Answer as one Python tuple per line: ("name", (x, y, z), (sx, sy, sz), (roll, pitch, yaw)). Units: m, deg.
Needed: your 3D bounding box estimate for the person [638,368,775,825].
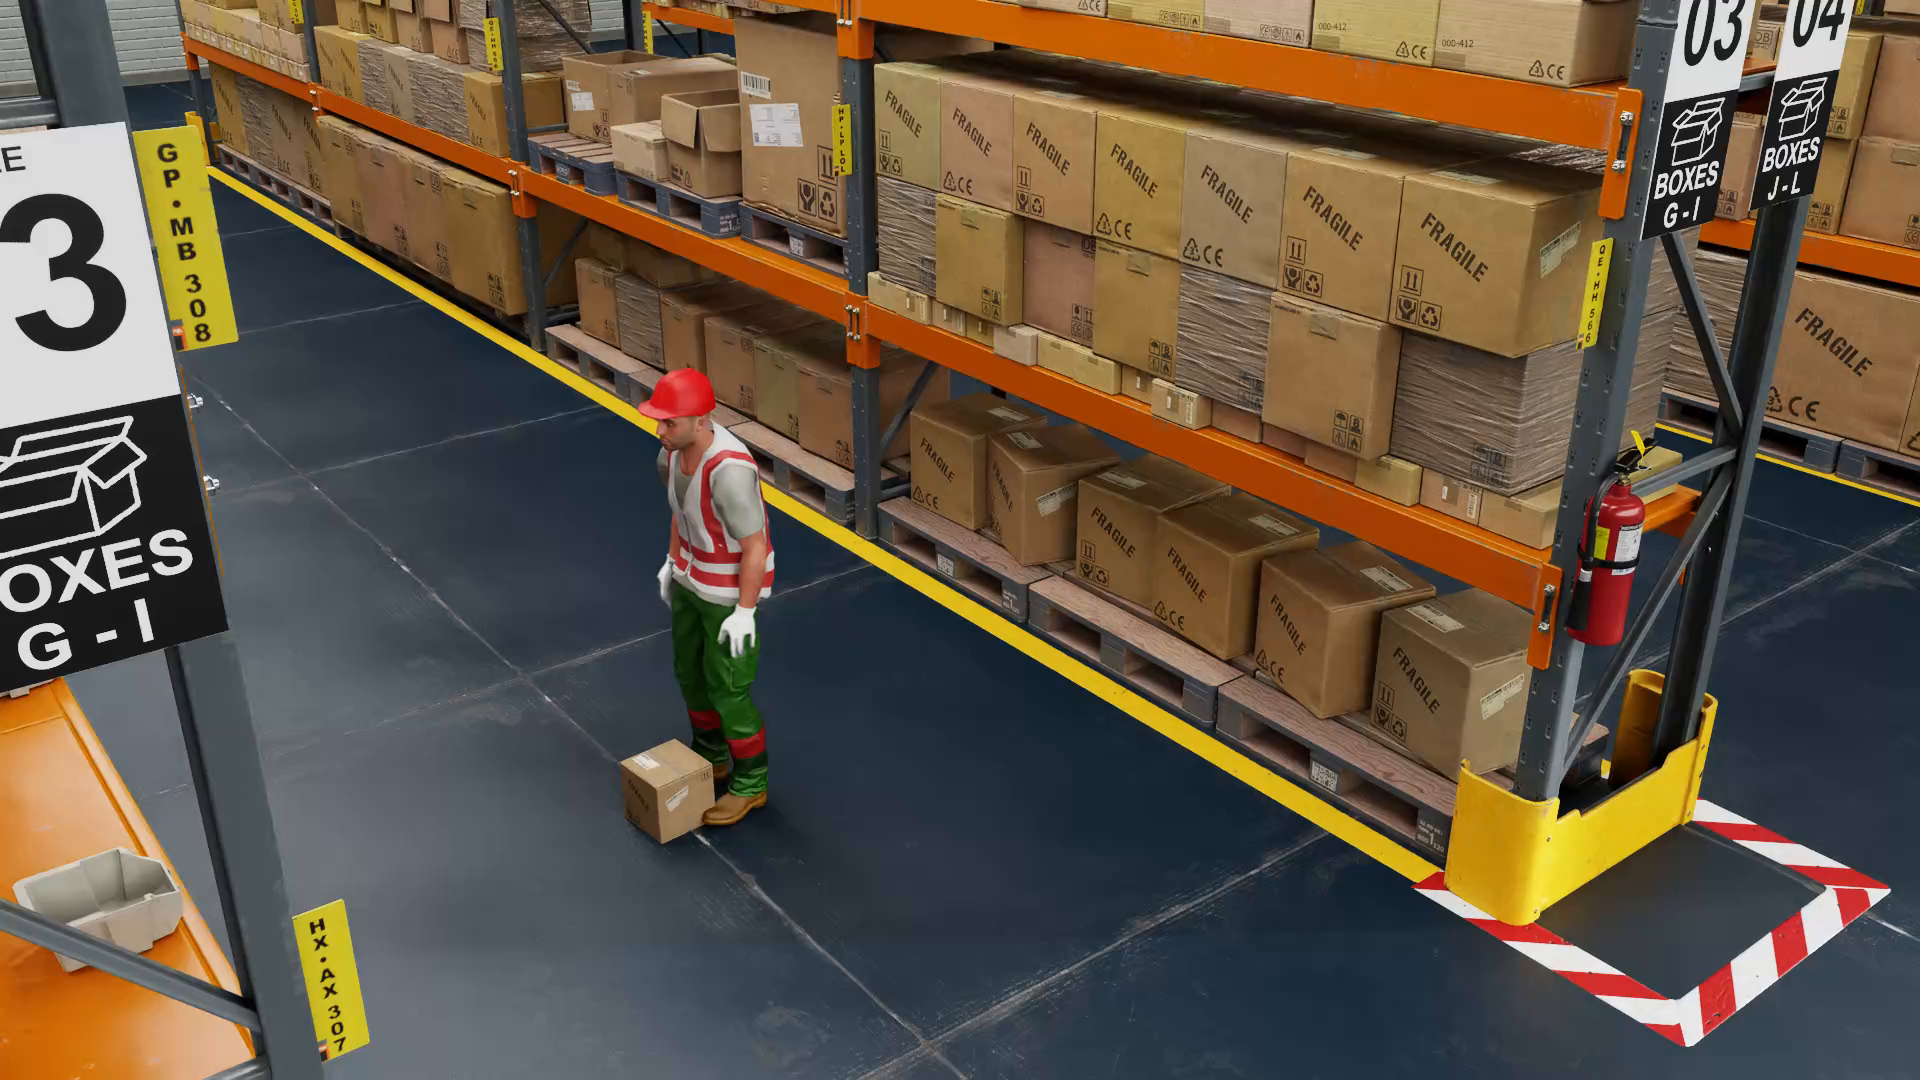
("person", (-0.932, 0.199, 6.151), (0.453, 1.778, 0.604), (-18, 30, -34))
